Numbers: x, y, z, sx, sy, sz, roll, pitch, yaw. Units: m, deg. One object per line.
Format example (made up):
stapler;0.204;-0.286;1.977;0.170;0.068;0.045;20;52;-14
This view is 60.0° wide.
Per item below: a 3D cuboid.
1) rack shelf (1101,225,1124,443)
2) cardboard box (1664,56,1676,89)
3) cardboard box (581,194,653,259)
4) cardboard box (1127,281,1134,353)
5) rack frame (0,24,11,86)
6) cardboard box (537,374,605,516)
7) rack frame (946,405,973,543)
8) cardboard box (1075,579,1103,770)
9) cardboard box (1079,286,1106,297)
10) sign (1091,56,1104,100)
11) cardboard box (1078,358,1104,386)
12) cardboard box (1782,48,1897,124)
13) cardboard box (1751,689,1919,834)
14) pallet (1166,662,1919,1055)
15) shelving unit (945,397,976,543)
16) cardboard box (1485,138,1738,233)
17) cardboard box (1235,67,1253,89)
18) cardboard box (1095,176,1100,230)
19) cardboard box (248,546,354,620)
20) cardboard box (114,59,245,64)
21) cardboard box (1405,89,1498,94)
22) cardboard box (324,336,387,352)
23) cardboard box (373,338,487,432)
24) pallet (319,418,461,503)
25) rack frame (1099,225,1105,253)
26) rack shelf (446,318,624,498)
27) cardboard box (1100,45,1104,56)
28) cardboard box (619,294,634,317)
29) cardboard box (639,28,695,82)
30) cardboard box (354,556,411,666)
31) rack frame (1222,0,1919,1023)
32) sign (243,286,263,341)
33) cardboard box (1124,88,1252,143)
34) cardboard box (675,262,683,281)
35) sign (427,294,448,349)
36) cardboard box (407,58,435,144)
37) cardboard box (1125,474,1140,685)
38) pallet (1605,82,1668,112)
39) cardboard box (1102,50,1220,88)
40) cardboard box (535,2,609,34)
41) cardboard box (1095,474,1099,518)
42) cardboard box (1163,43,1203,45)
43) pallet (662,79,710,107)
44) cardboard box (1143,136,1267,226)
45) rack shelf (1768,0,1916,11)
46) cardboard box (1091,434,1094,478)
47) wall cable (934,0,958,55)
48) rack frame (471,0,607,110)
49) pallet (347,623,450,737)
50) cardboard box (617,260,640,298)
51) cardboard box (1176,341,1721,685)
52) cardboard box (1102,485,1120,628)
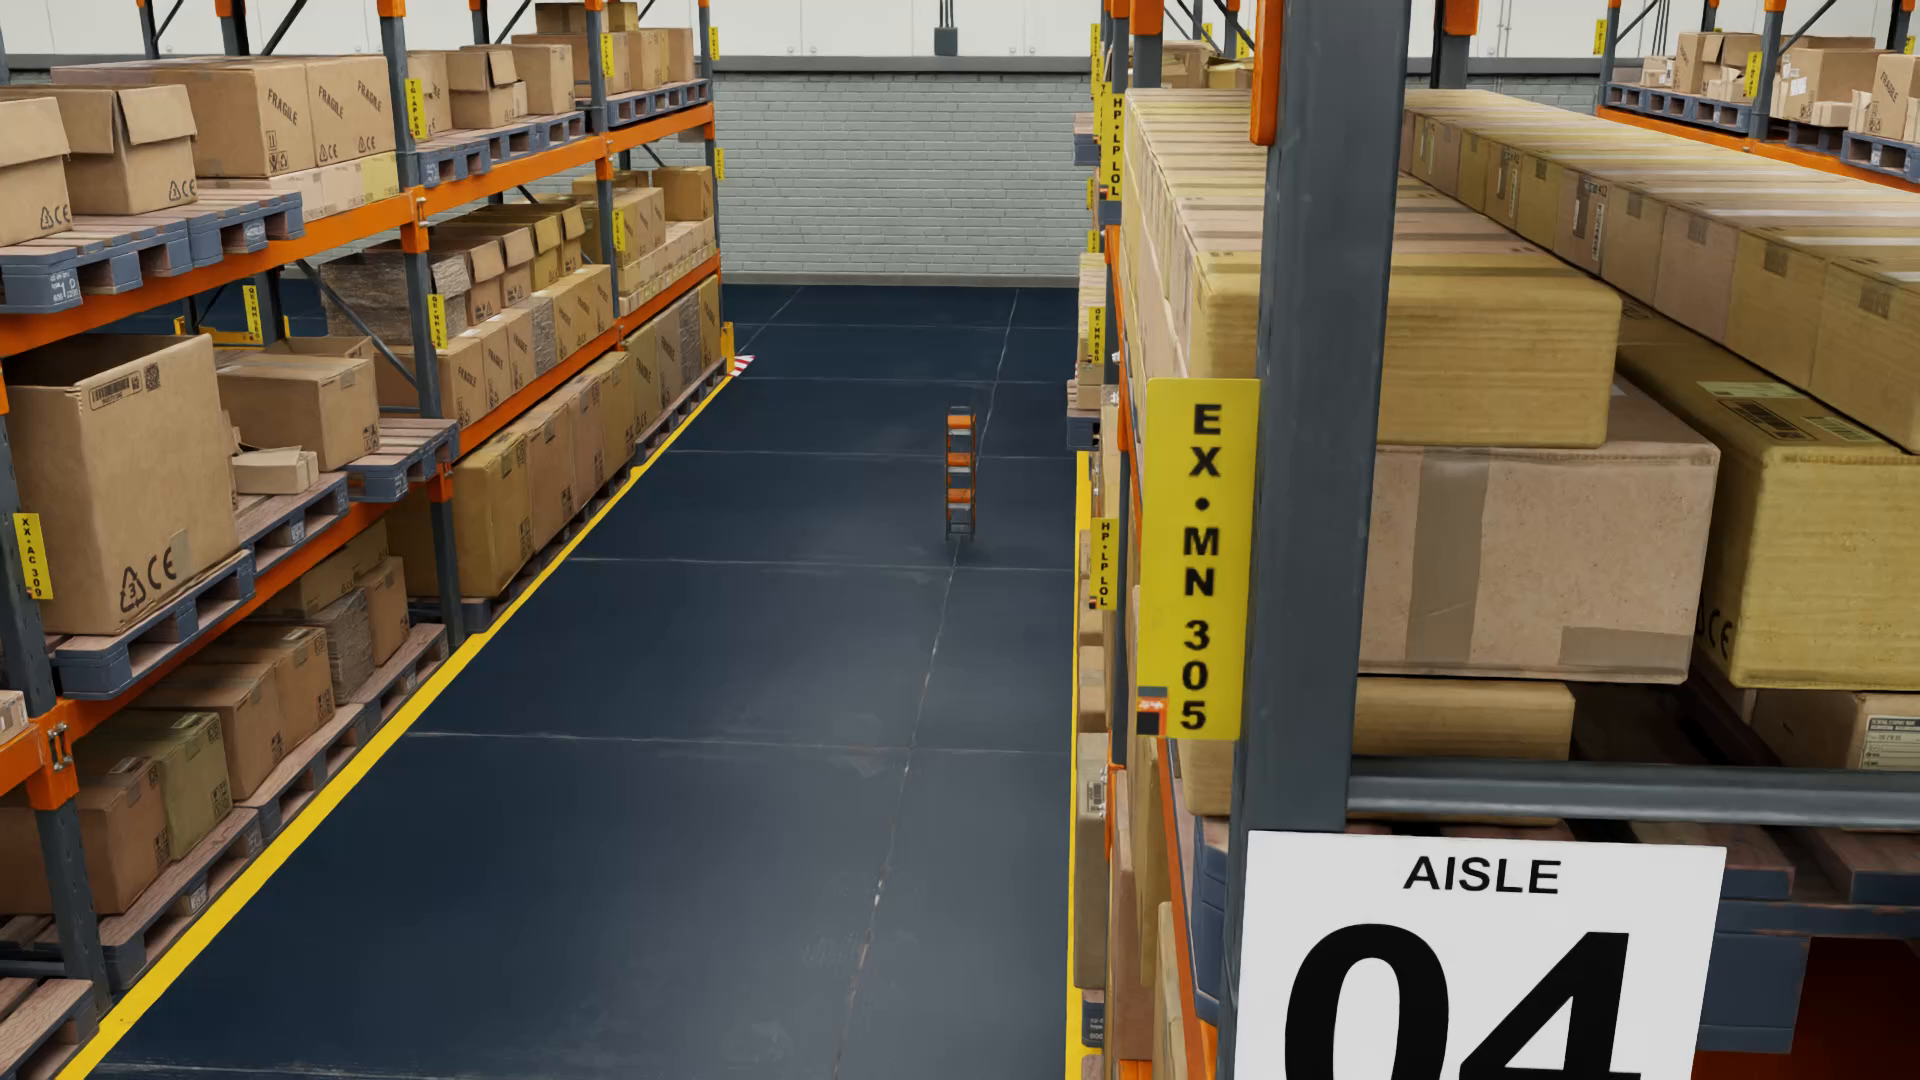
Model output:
rack shelf;1.176;-1.101;7.304;1.077;0.370;4.000;1;18;4
cardboard box;6.680;-4.210;14.946;0.500;0.311;0.500;2;18;5
cardboard box;-3.002;-2.745;14.543;0.500;0.500;0.500;1;18;4
cardboard box;0.596;-0.528;3.968;0.380;0.149;0.250;1;18;3
rack frame;-8.274;-4.984;13.183;1.000;3.000;0.127;1;18;4
cardboard box;-3.423;-0.736;12.590;1.225;0.875;0.875;1;18;2
rack frame;-0.005;-0.478;12.195;0.200;1.050;0.008;1;18;4
cardboard box;1.127;0.690;8.439;1.050;0.750;0.750;2;18;5
cardboard box;1.012;-1.646;11.403;0.380;0.149;0.250;2;18;6
sign;1.064;-3.562;12.828;0.100;0.325;0.005;1;18;4
cardboard box;0.901;-1.024;9.981;0.380;0.149;0.250;2;18;5
cardboard box;6.198;-3.207;11.741;0.500;0.500;0.500;1;18;3
cardboard box;1.090;0.194;1.766;0.380;0.149;0.250;1;18;4
pallet;0.789;0.232;2.222;1.003;0.211;1.213;1;18;4
shelving unit;0.004;-0.516;12.310;0.215;1.050;0.252;1;18;4
cardboard box;1.198;-0.657;3.081;0.380;0.149;0.250;2;18;5
cardboard box;1.474;-1.812;7.324;0.500;0.500;0.500;1;18;4
cardboard box;1.370;-2.697;13.592;0.500;0.500;0.500;1;18;2
cardboard box;-3.667;0.216;9.052;0.500;0.250;0.500;3;18;10
cardboard box;-3.951;-2.193;8.519;0.500;0.500;0.500;1;18;4
cardboard box;1.324;-1.208;4.762;0.380;0.149;0.250;1;18;3
cardboard box;-3.832;-0.987;10.457;0.500;0.500;0.500;2;18;6
cardboard box;-3.314;-0.973;10.415;0.500;0.500;0.500;2;18;6
pallet;-3.565;-0.466;9.335;1.213;0.211;1.003;1;18;4
rack frame;1.606;-1.881;13.346;1.000;3.000;0.127;1;18;4
rack shelf;-3.477;-1.060;11.996;1.077;0.370;4.000;1;18;4
cardboard box;1.421;-4.247;14.546;0.380;0.149;0.250;1;18;3
cardboard box;-2.981;-1.988;14.076;0.380;0.149;0.250;1;18;4
cardboard box;-3.031;-4.823;16.511;0.700;0.500;0.500;0;18;1
cardboard box;-3.649;0.407;9.672;0.700;0.500;0.500;0;18;1
rack frame;0.746;-1.005;1.038;1.000;3.000;0.127;1;18;4
sign;-4.174;-1.342;9.843;0.100;0.325;0.005;1;18;4
cardboard box;0.667;-1.223;4.808;0.380;0.149;0.250;1;18;4
cardboard box;-2.854;-2.553;15.801;0.380;0.149;0.250;2;18;5
sign;-3.079;-1.284;9.792;0.100;0.325;0.005;1;18;4
cardboard box;-3.649;-2.646;10.023;0.797;0.503;0.637;2;18;7
cardboard box;0.972;0.133;5.224;0.875;0.550;0.550;1;18;4
pallet;6.795;-4.197;15.739;1.003;0.211;1.213;1;18;4
cardboard box;1.364;-3.078;11.342;0.797;0.503;0.637;1;18;3
cardboard box;-3.260;-4.391;13.990;0.500;0.250;0.500;0;18;0
cardboard box;1.107;-0.225;10.428;0.500;0.250;0.500;1;18;3
cardboard box;2.040;-4.479;15.254;0.380;0.149;0.250;1;18;3
pallet;-3.090;-4.418;16.414;1.003;0.211;1.213;1;18;4
cardboard box;0.541;-0.672;3.127;0.380;0.149;0.250;1;18;4
rack shelf;6.407;-3.500;10.449;1.077;0.370;4.000;1;18;4
cardboard box;1.289;-0.669;12.987;0.500;0.500;0.500;2;18;6
wall cable;0.796;-9.324;21.261;2.277;5.999;0.120;1;18;4
rack frame;-3.334;-4.874;12.845;1.000;3.000;0.127;1;18;4
pallet;-3.678;0.787;9.682;1.003;0.211;1.213;1;18;4
cardboard box;-3.039;-2.233;14.184;0.500;0.250;0.500;1;18;3
cardboard box;0.502;-0.055;1.884;0.500;0.250;0.500;2;18;5
cardboard box;0.876;0.074;7.218;0.500;0.500;0.500;1;18;4
